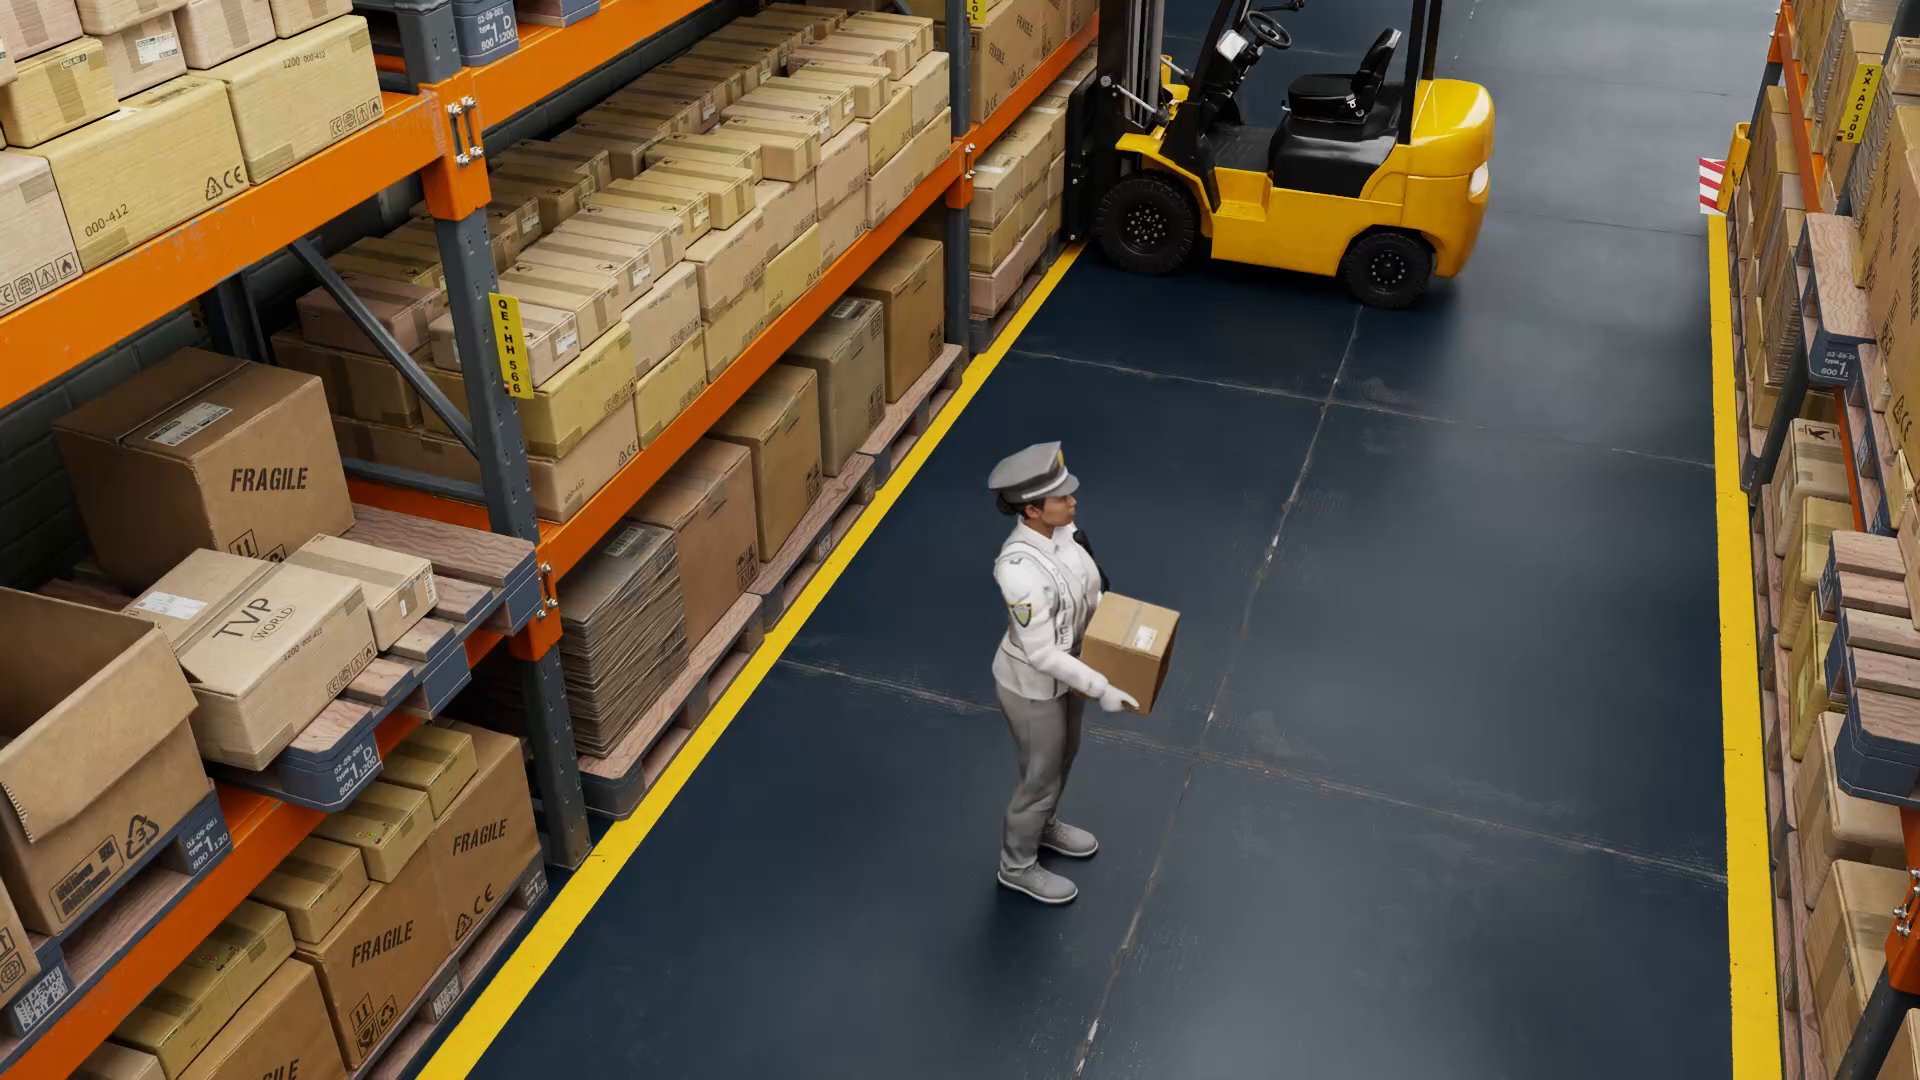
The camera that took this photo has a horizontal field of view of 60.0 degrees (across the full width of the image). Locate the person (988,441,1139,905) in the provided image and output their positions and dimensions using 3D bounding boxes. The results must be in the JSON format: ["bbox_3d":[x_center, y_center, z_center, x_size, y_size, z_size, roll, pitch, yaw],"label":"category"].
[{"bbox_3d":[0.349,0.454,5.427,0.550,1.690,0.469,11,35,16],"label":"person"}]
